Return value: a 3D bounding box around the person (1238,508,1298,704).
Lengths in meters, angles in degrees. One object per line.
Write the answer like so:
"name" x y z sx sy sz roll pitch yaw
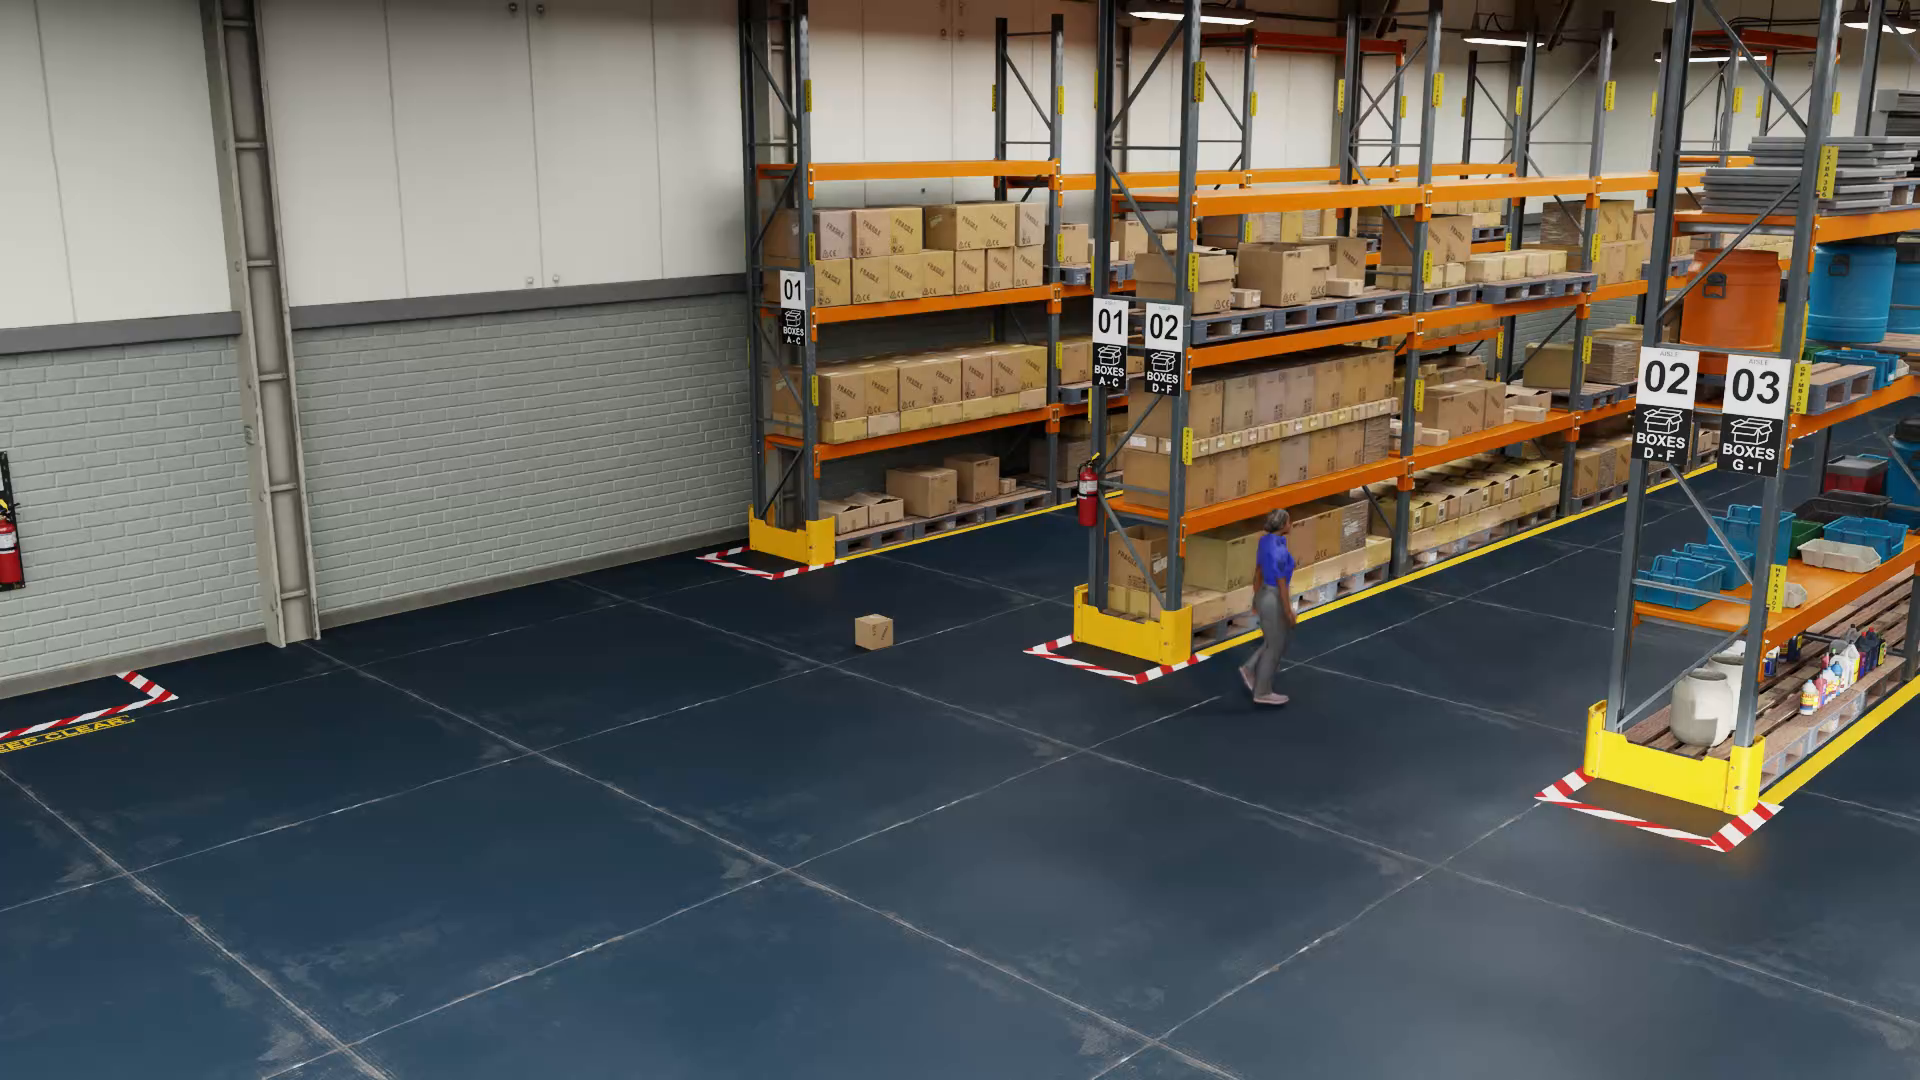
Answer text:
"person" 2.576 0.536 13.757 0.460 1.652 0.452 -1 14 -2
